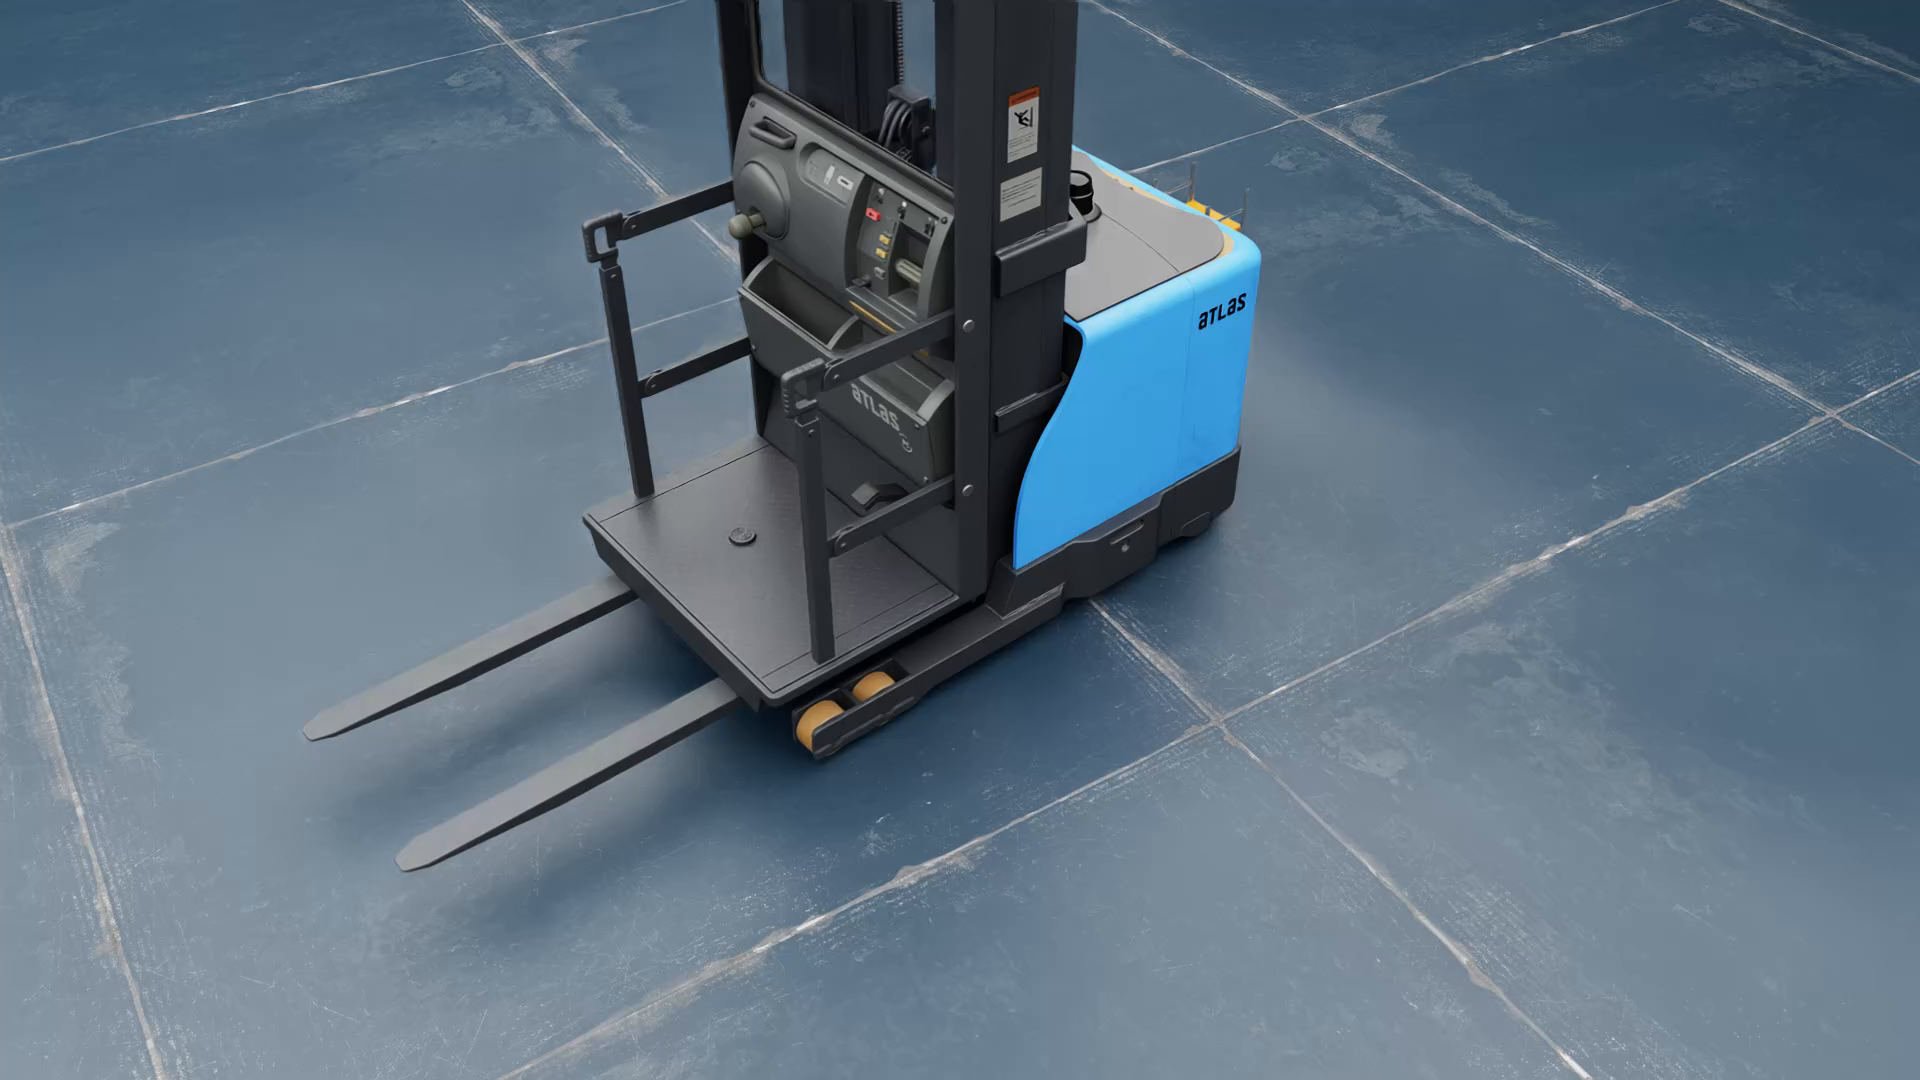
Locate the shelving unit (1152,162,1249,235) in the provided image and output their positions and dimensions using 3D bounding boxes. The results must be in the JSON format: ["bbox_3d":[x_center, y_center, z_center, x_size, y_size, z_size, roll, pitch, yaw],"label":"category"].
[{"bbox_3d":[0.801,-0.779,5.865,0.215,1.050,0.252,-28,47,-29],"label":"shelving unit"}]

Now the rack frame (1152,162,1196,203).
[{"bbox_3d":[0.723,-0.839,5.937,0.200,1.050,0.008,-28,47,-29],"label":"rack frame"}]

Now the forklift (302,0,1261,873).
[{"bbox_3d":[-0.501,-0.863,4.497,3.031,2.935,1.130,-28,47,-29],"label":"forklift"}]

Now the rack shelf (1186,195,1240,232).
[{"bbox_3d":[0.801,-0.989,5.690,0.215,0.259,0.240,-28,47,-29],"label":"rack shelf"}]

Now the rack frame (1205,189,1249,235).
[{"bbox_3d":[0.878,-0.719,5.792,0.200,1.050,0.008,-28,47,-29],"label":"rack frame"}]
